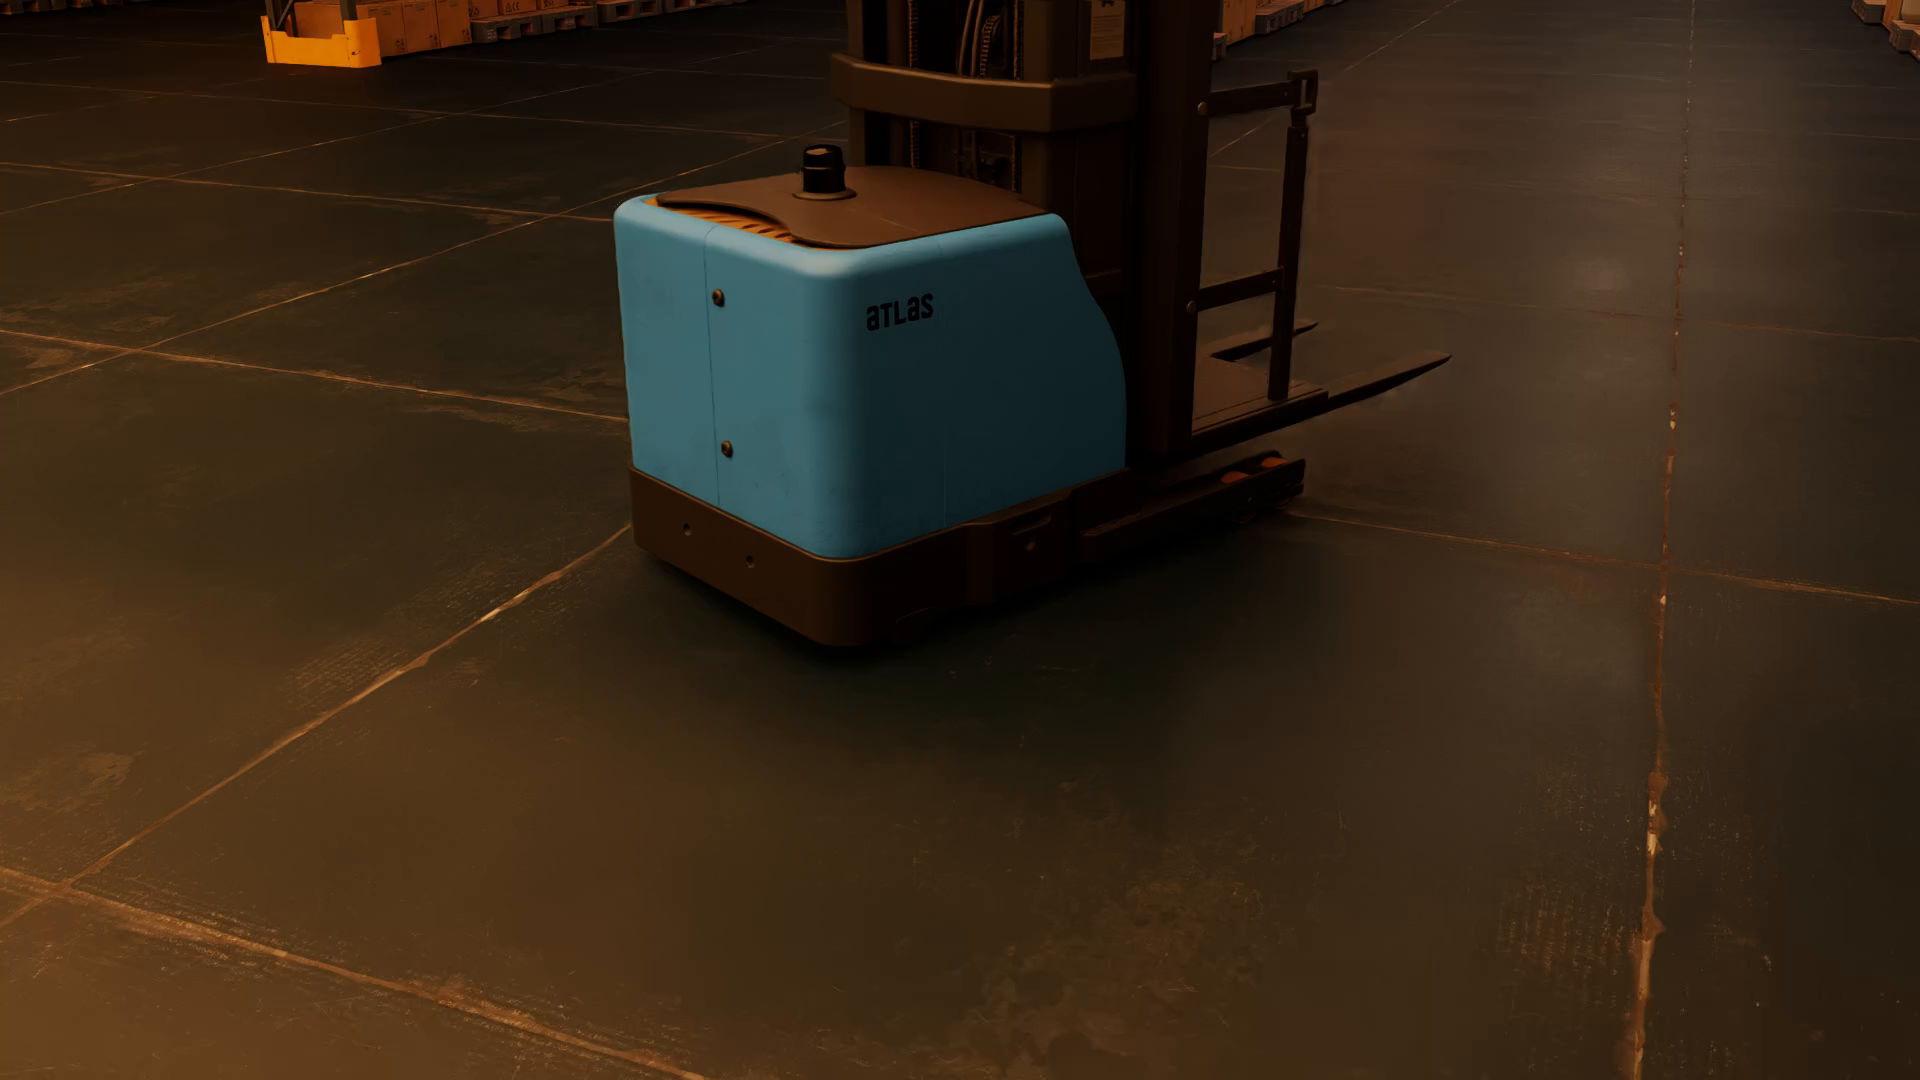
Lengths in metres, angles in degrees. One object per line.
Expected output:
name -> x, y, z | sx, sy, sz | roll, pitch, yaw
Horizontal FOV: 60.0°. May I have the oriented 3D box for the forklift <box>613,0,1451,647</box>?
forklift -> 0.469, -1.535, 4.965 | 3.031, 2.935, 1.130 | -19, 29, -38
